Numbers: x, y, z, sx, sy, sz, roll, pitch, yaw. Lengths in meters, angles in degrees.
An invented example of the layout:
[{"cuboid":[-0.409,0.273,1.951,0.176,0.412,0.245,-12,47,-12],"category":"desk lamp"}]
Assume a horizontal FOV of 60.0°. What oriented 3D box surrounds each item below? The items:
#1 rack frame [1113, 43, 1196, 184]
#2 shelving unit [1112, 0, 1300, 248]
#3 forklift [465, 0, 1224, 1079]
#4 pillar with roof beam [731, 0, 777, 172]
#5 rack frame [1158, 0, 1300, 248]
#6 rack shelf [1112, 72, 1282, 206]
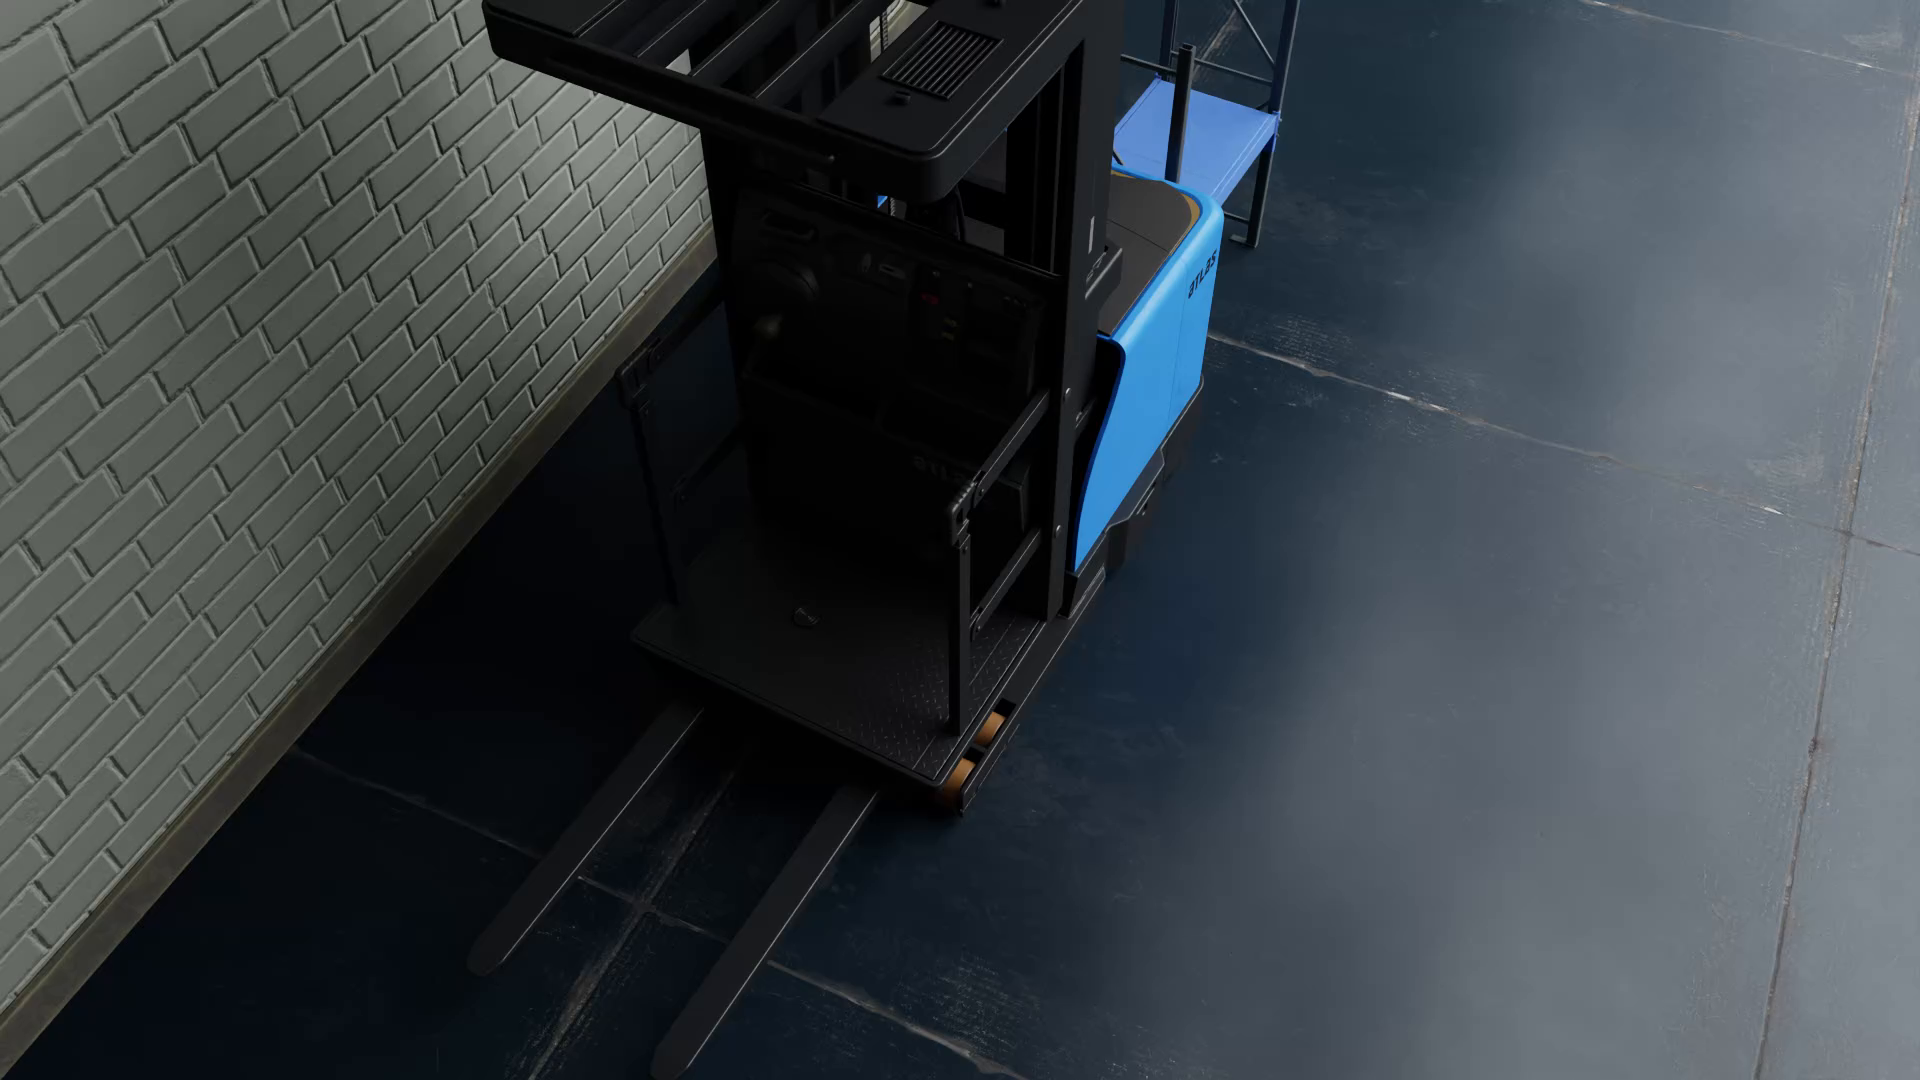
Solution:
[{"cuboid":[0.493,-1.098,5.699,0.500,1.500,0.032,23,53,18],"category":"rack frame"},{"cuboid":[0.740,-1.436,5.987,0.538,1.500,1.048,23,53,18],"category":"shelving unit"},{"cuboid":[-0.305,-0.534,4.280,1.130,2.935,3.031,23,53,18],"category":"forklift"},{"cuboid":[3.188,-2.900,2.309,9.100,9.000,0.400,20,52,16],"category":"pillar with roof beam"},{"cuboid":[0.988,-1.774,6.275,0.500,1.500,0.032,23,53,18],"category":"rack frame"},{"cuboid":[0.740,-1.319,6.124,0.538,0.185,1.000,23,53,18],"category":"rack shelf"}]
